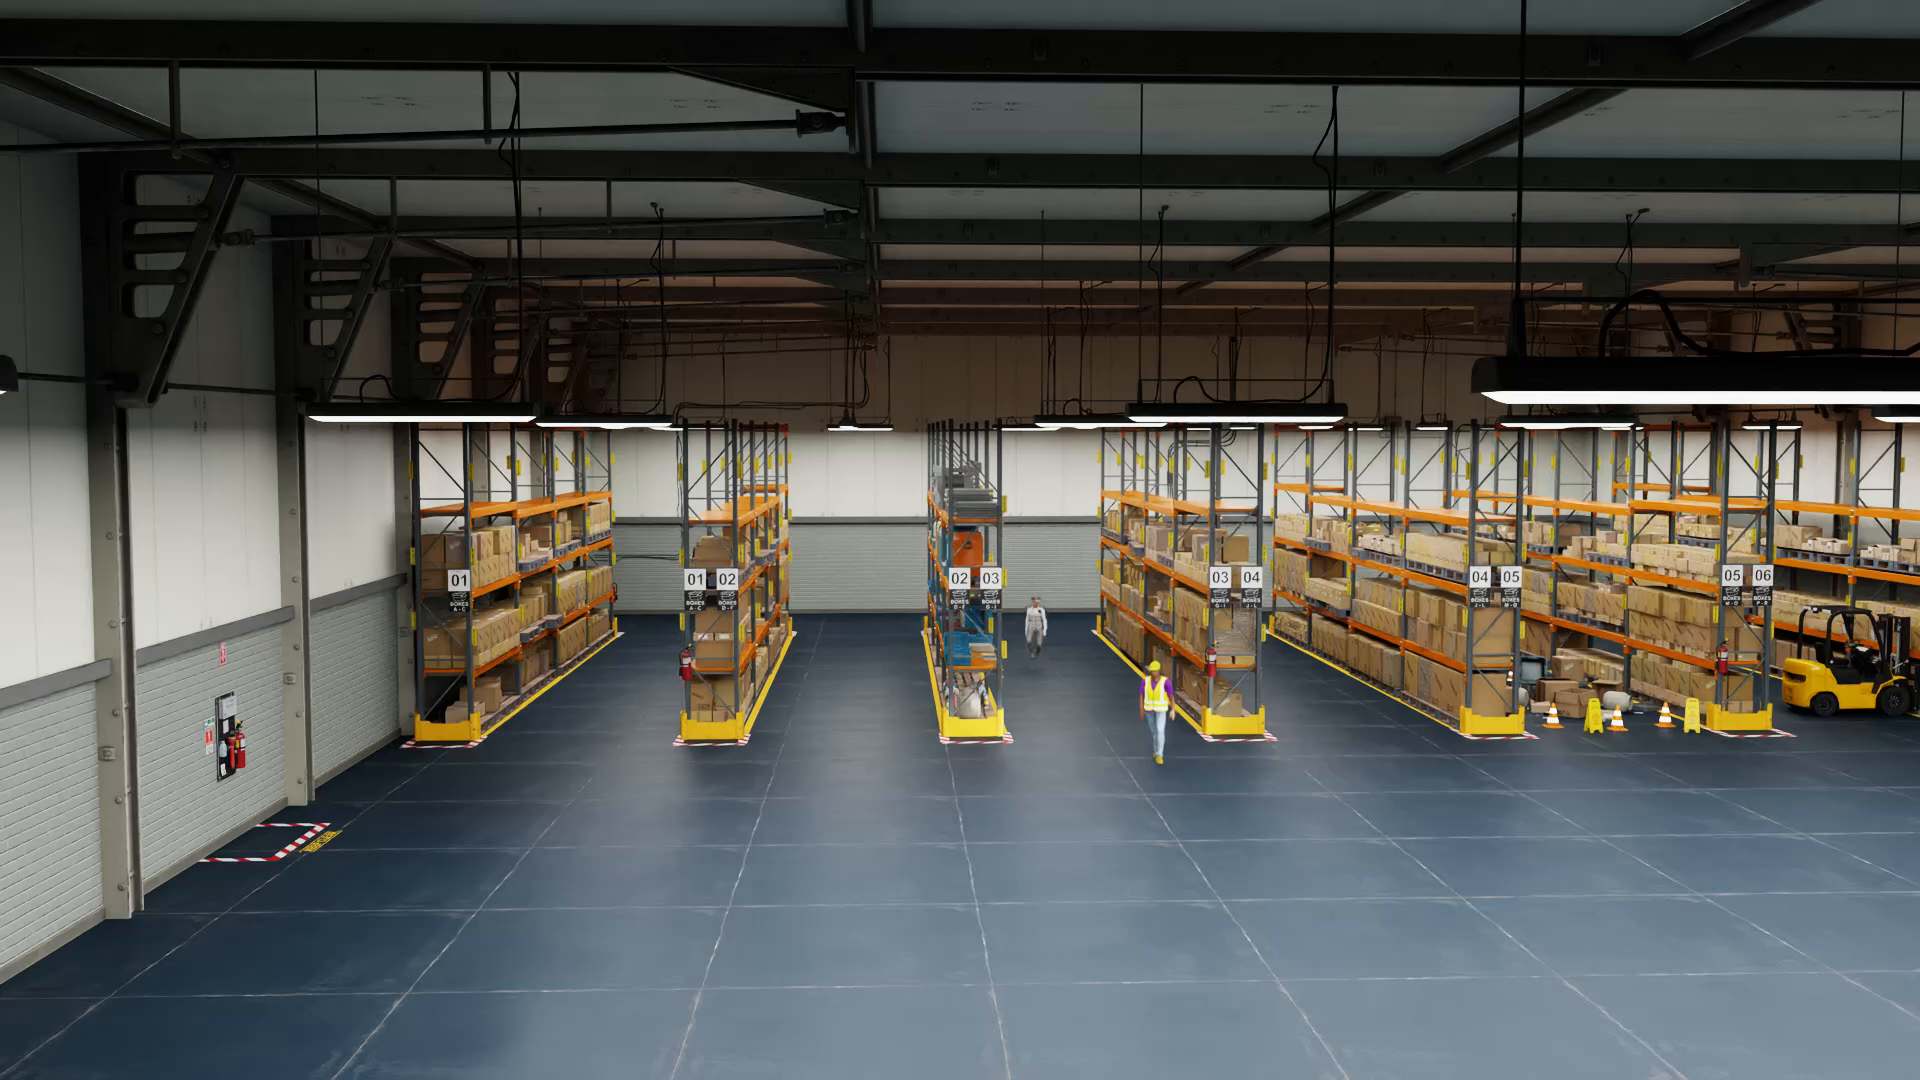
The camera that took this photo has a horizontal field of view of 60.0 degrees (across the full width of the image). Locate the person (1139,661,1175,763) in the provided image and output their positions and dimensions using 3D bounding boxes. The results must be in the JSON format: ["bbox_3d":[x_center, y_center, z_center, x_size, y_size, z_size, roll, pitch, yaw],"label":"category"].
[{"bbox_3d":[3.390,2.974,28.981,0.608,1.721,0.931,2,4,26],"label":"person"}]

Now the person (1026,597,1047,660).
[{"bbox_3d":[1.863,2.143,40.553,0.527,1.526,0.591,0,4,3],"label":"person"}]
